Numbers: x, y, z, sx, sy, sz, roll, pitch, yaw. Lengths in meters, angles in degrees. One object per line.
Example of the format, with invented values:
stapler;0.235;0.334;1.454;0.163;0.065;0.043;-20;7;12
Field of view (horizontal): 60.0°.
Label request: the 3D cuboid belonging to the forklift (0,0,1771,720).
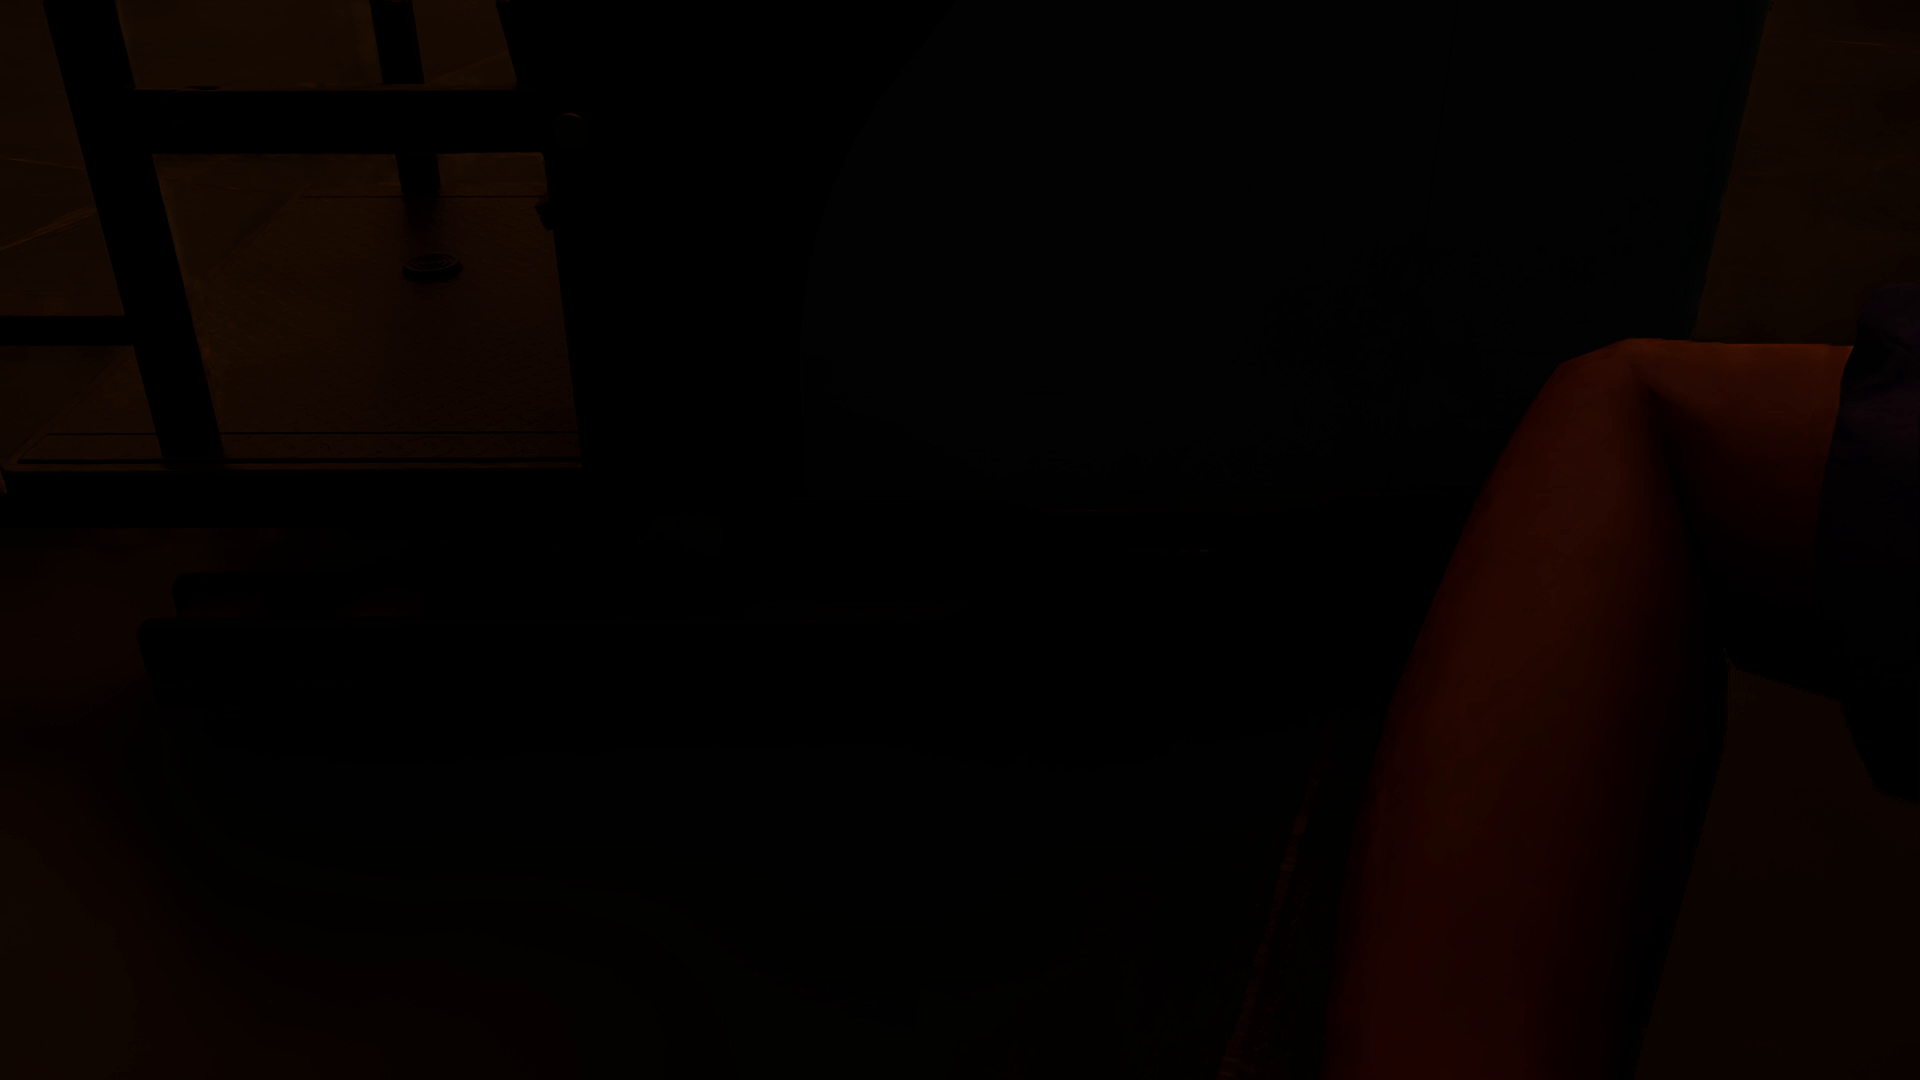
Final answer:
forklift;-0.641;-1.312;1.842;3.031;2.935;1.130;0;30;0
